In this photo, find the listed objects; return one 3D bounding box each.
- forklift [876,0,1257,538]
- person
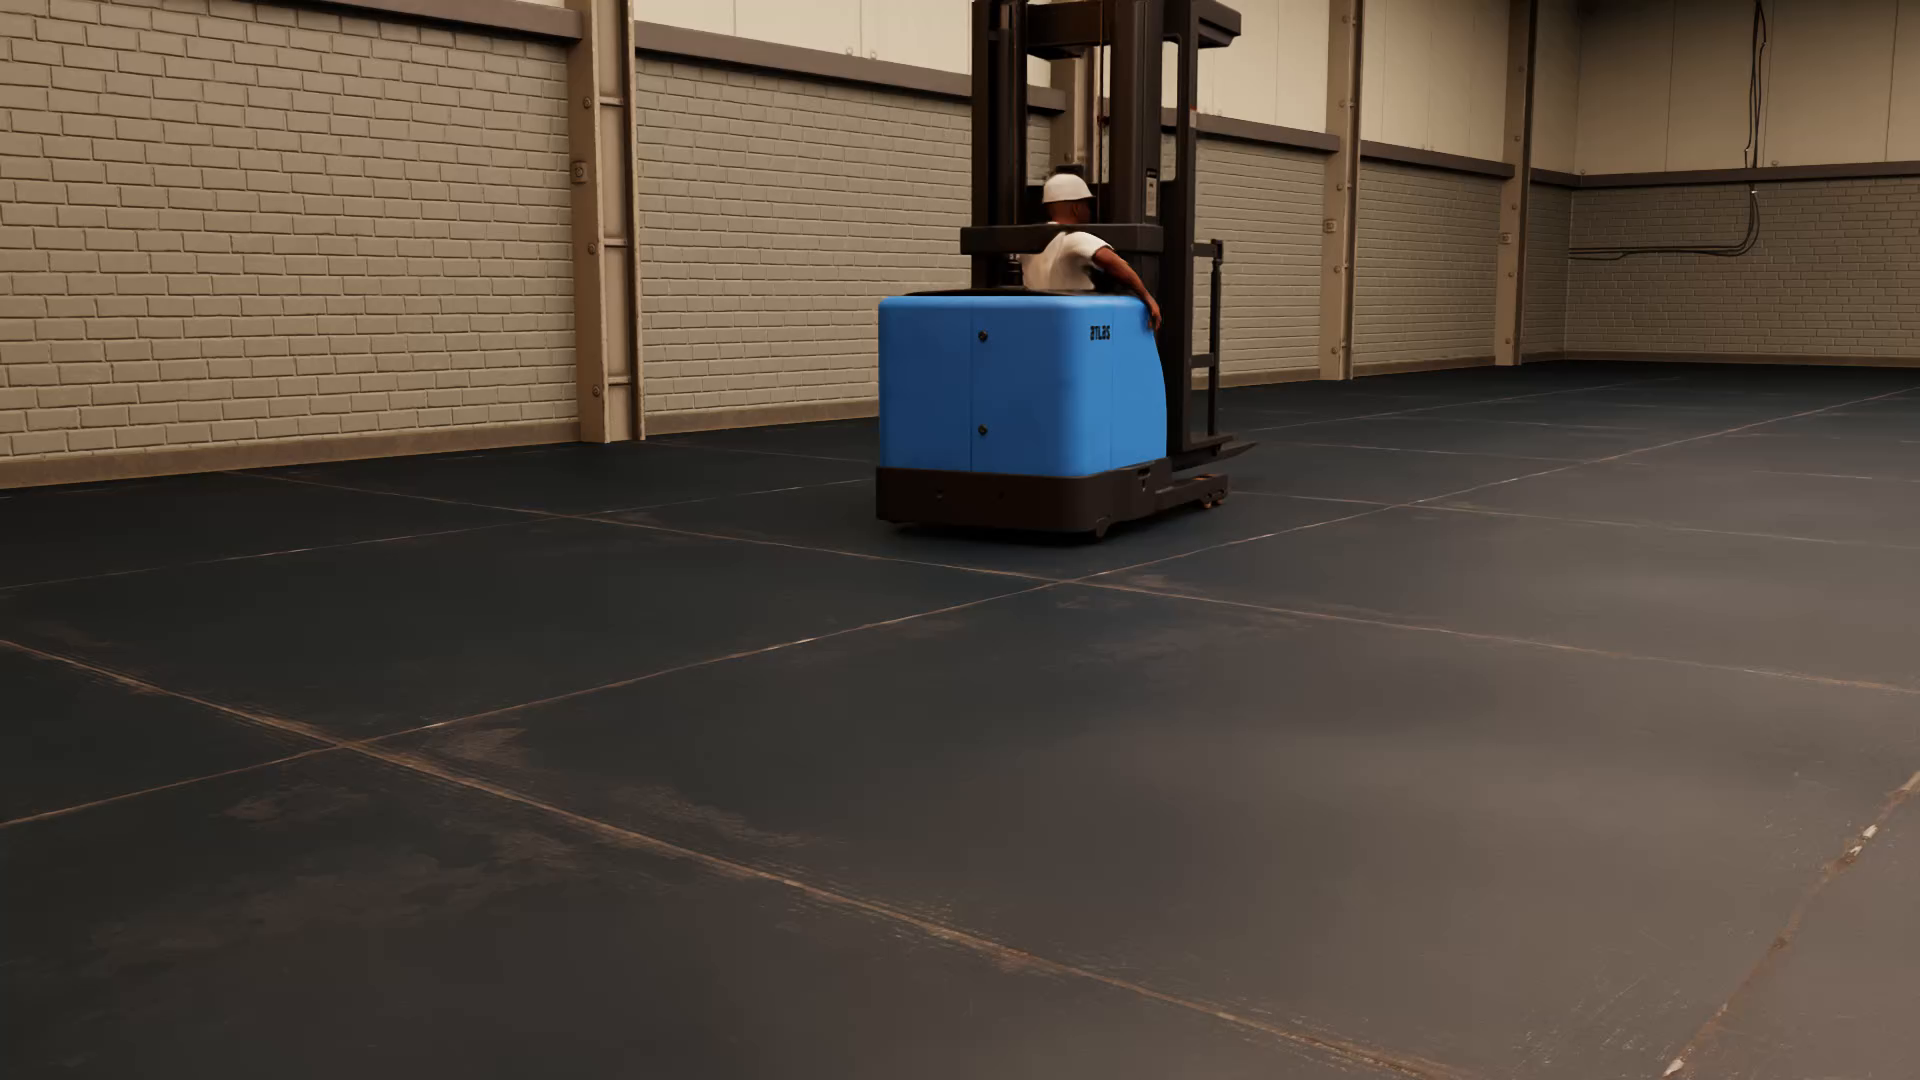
[{"bbox_3d":[0.747,-1.633,8.440,1.130,2.935,3.031,4,9,27],"label":"forklift"},{"bbox_3d":[0.605,-1.000,8.030,0.682,1.499,1.078,-4,9,-24],"label":"person"}]
